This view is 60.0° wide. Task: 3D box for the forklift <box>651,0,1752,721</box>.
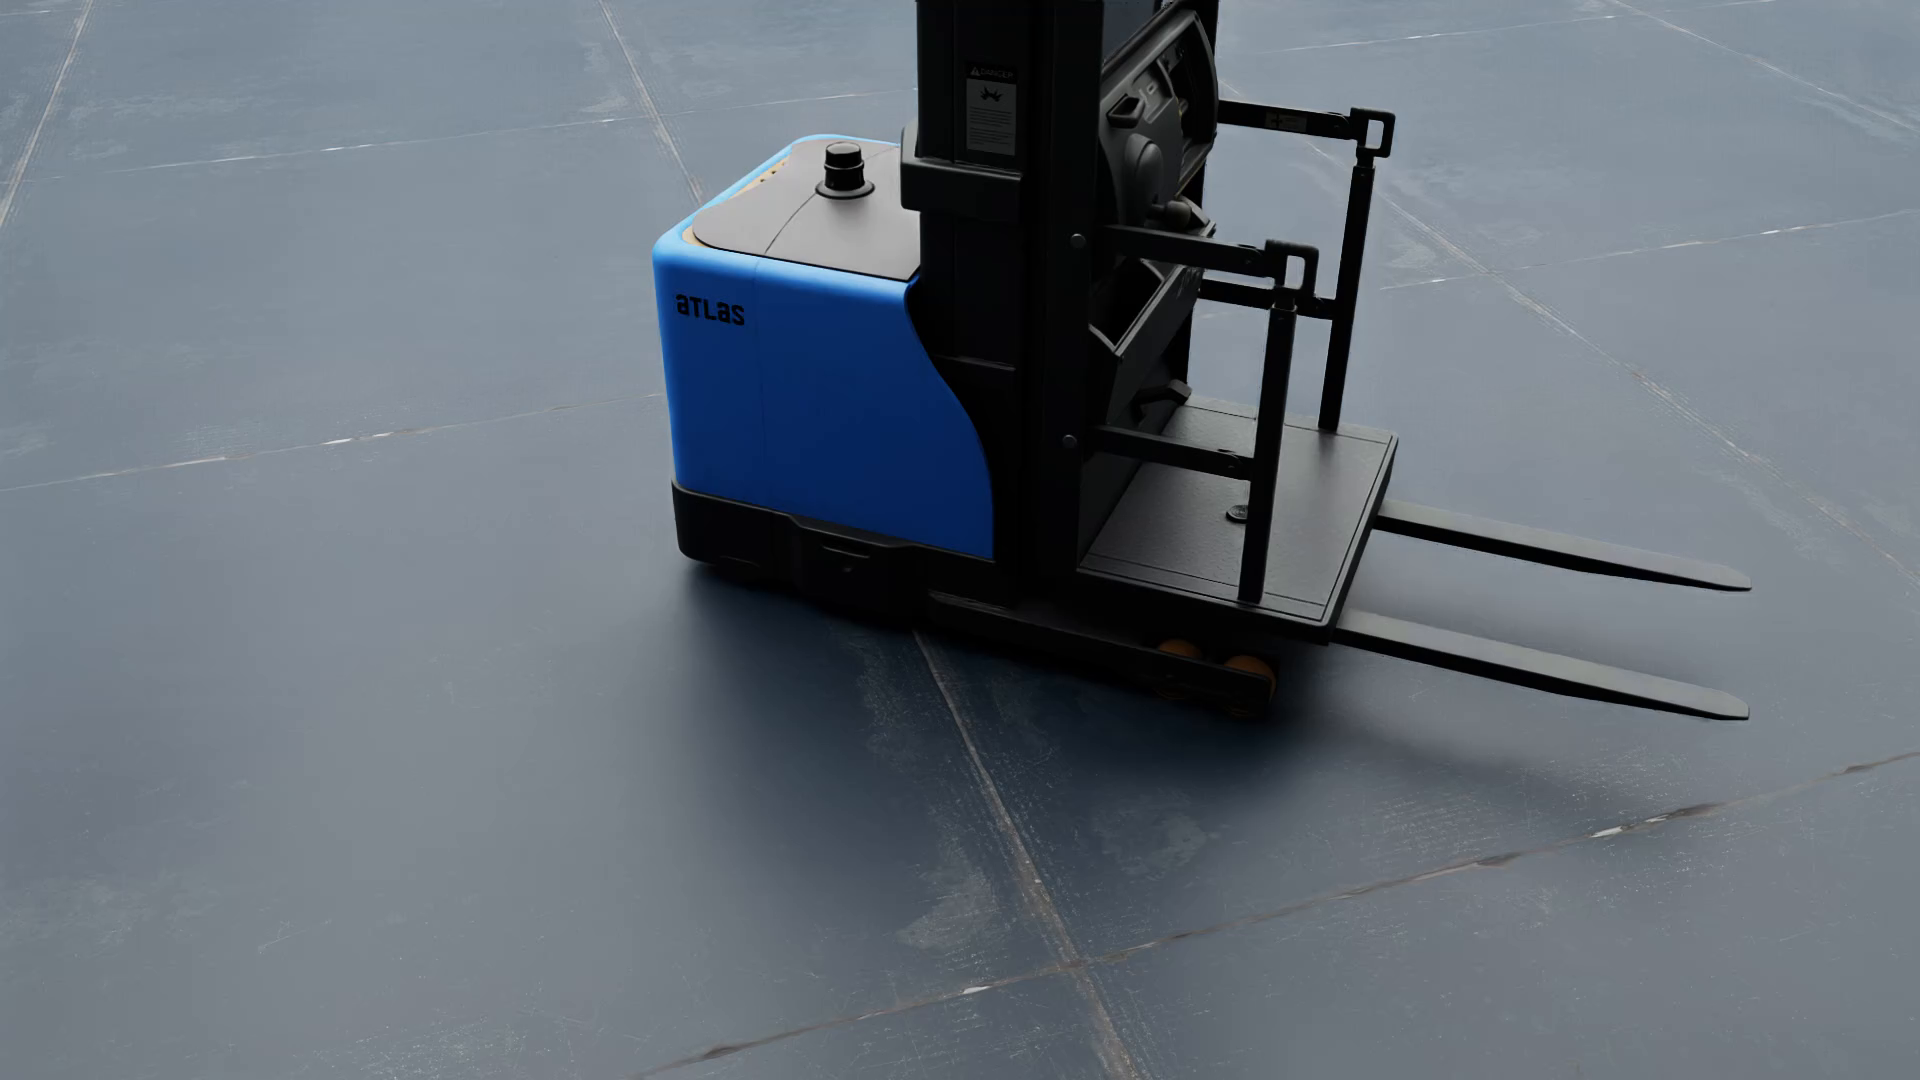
[{"bbox_3d":[0.702,-1.075,4.218,3.031,2.935,1.130,13,36,18],"label":"forklift"}]
